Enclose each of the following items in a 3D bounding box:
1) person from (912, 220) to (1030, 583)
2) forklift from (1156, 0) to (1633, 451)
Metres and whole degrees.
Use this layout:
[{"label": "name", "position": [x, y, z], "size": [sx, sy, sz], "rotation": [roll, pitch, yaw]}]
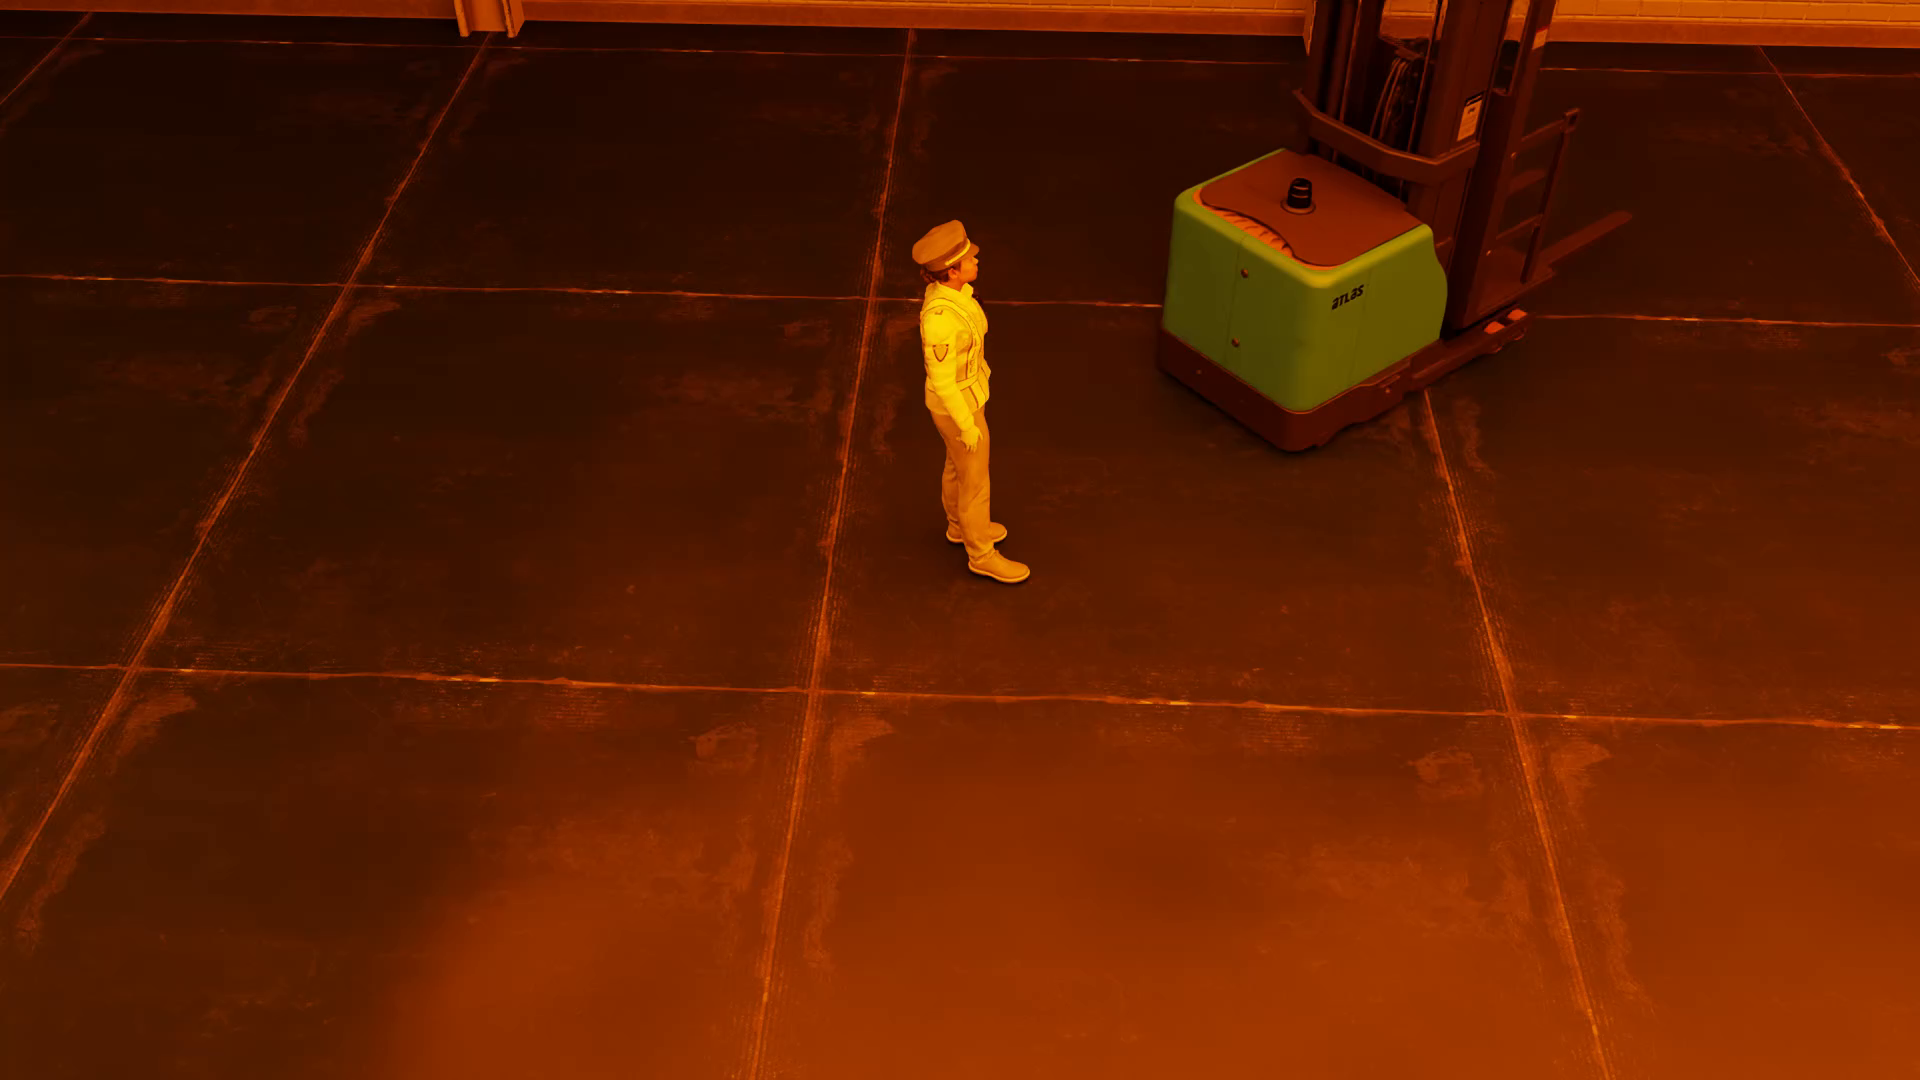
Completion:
[{"label": "person", "position": [0.067, -0.625, 7.333], "size": [0.533, 1.696, 0.588], "rotation": [2, 42, 2]}, {"label": "forklift", "position": [2.514, -2.351, 8.318], "size": [3.031, 2.935, 1.130], "rotation": [-28, 49, -27]}]
